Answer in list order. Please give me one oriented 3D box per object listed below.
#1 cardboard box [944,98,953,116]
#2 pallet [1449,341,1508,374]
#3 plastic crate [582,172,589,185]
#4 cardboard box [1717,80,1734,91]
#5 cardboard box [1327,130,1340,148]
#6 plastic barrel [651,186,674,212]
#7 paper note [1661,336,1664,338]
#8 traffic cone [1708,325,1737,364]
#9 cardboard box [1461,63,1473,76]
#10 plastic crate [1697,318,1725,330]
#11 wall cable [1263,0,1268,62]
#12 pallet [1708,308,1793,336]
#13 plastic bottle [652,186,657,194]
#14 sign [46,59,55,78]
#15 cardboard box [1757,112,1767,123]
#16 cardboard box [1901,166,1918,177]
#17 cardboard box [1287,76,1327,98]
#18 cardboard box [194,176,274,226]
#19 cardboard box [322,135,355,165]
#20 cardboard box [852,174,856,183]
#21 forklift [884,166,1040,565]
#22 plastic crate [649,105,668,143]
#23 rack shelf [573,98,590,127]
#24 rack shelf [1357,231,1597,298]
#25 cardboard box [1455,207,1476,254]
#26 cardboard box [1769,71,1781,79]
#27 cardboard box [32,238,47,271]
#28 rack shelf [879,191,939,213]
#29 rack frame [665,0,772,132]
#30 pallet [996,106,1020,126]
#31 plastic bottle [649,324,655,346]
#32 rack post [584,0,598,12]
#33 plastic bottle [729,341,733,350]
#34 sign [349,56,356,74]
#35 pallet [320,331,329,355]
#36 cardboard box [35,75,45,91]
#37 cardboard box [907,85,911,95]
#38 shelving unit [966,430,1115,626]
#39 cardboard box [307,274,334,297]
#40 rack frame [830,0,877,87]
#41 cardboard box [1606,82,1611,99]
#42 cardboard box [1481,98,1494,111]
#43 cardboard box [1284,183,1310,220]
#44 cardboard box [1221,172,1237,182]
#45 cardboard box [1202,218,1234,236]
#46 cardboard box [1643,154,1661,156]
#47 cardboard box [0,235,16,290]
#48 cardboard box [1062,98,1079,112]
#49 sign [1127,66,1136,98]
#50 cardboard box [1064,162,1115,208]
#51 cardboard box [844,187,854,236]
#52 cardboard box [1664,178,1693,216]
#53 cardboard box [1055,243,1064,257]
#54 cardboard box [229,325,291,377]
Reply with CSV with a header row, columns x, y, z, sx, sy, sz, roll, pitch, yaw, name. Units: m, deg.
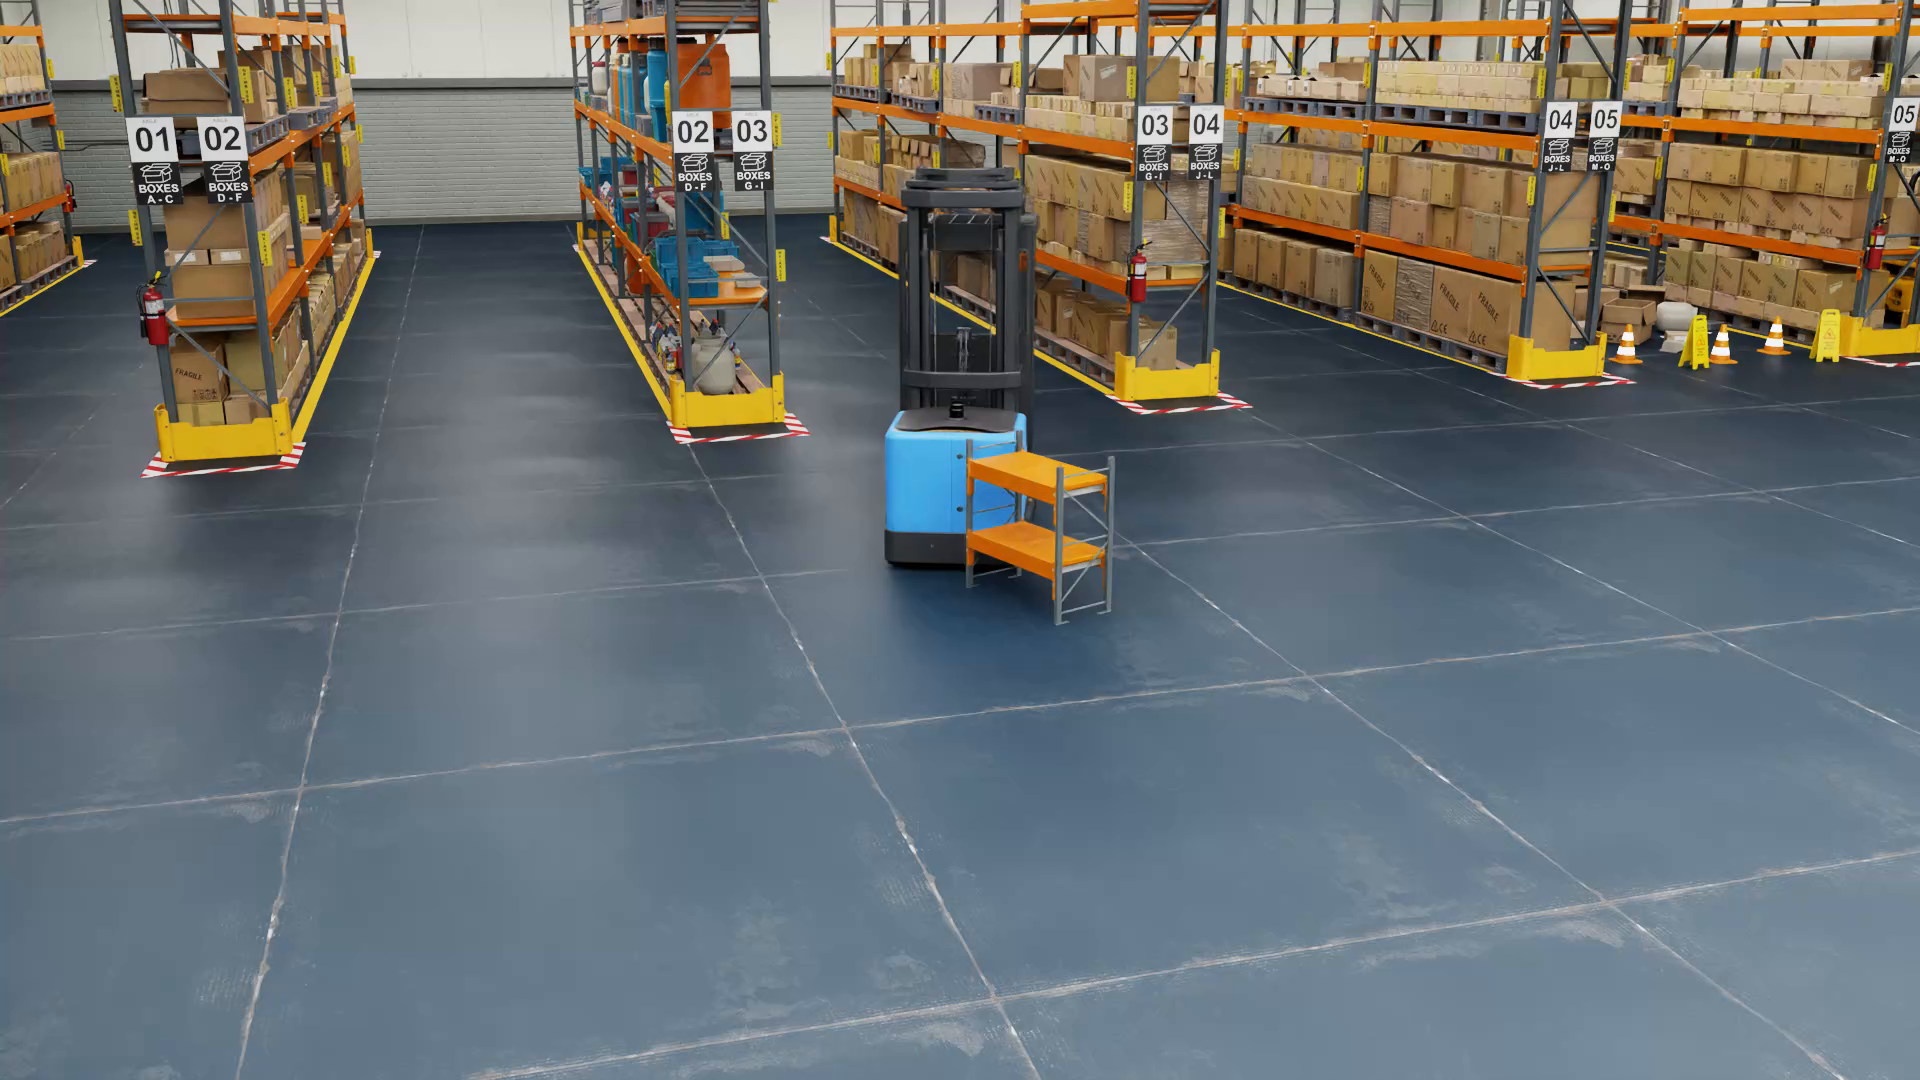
x,y,z,sx,sy,sz,roll,pitch,yaw,name
0.056,-6.493,24.902,0.500,0.250,0.500,-4,17,-14,cardboard box
6.872,-2.310,20.774,1.003,0.211,1.213,-5,17,-15,pallet
-6.676,-6.590,30.364,0.416,0.233,0.300,-5,17,-15,plastic crate
10.782,-6.323,23.124,0.380,0.149,0.250,-5,17,-16,cardboard box
7.795,-8.225,33.707,0.500,0.500,0.500,-5,17,-15,cardboard box
-4.172,-4.848,24.141,0.600,0.536,0.708,-5,17,-15,plastic barrel
9.636,-2.773,22.650,0.148,0.019,0.142,1,17,4,paper note
9.566,-2.470,20.869,0.336,0.463,0.334,-5,17,-15,traffic cone
6.399,-5.795,20.464,0.380,0.149,0.250,-5,17,-16,cardboard box
10.442,-3.058,23.495,0.402,0.080,0.583,-12,20,-34,plastic crate
6.391,-12.758,40.283,2.355,3.000,0.029,-5,17,-15,wall cable
11.357,-3.099,23.403,1.003,0.211,1.213,-5,17,-15,pallet
-4.820,-5.437,26.424,0.144,0.351,0.185,-5,17,-15,plastic bottle
-15.789,-8.179,28.850,0.100,0.325,0.005,-5,17,-15,sign
11.073,-5.739,22.567,0.380,0.149,0.250,-5,17,-15,cardboard box
15.175,-5.855,26.428,0.380,0.149,0.250,-5,17,-16,cardboard box
5.234,-6.788,24.872,0.500,0.311,0.500,-5,17,-16,cardboard box
-7.850,-3.659,17.990,0.700,0.500,0.500,-5,17,-15,cardboard box
-10.739,-6.710,28.665,0.500,0.500,0.500,-4,17,-14,cardboard box
-1.823,-6.822,31.385,0.380,0.149,0.250,-5,17,-17,cardboard box
0.079,-1.590,13.649,1.130,2.935,3.031,2,17,5,forklift
-3.206,-4.607,18.389,0.392,0.384,0.575,-5,17,-15,plastic crate
-6.240,-7.639,29.705,1.077,0.370,4.000,-5,17,-15,rack shelf
6.617,-3.639,21.602,1.077,0.370,4.000,-5,17,-15,rack shelf
6.816,-3.916,21.015,0.875,0.550,0.550,-5,17,-15,cardboard box
14.636,-8.278,29.632,0.380,0.149,0.250,-5,18,-17,cardboard box
-15.596,-4.711,27.535,0.700,0.500,0.500,-4,17,-14,cardboard box
-0.378,-5.488,27.757,1.077,0.370,4.000,-5,17,-15,rack shelf
-2.392,-5.548,16.278,1.000,3.000,0.127,-5,17,-15,rack frame
1.204,-5.698,22.320,1.213,0.211,1.003,-5,17,-15,pallet
-3.825,-2.562,20.745,0.097,0.271,0.097,0,17,0,plastic bottle
-5.489,-8.595,26.555,0.937,0.300,0.954,-5,17,-16,rack post
-2.685,-2.199,19.538,0.097,0.271,0.097,0,17,0,plastic bottle
-11.014,-8.608,30.143,0.100,0.325,0.005,-5,17,-15,sign
-8.834,-2.594,21.719,1.003,0.211,1.213,-5,17,-15,pallet
-15.858,-7.749,28.178,0.500,0.250,0.500,-4,17,-14,cardboard box
-0.663,-7.479,27.629,0.380,0.149,0.250,-5,18,-18,cardboard box
0.555,-0.110,11.862,0.538,1.125,1.048,-12,20,-35,shelving unit
-8.974,-3.524,23.045,0.500,0.311,0.500,-4,17,-14,cardboard box
-2.027,-10.365,32.315,1.000,3.000,0.127,-5,17,-15,rack frame
10.226,-6.953,25.703,0.500,0.250,0.500,-4,17,-15,cardboard box
6.541,-5.271,20.106,0.380,0.149,0.250,-5,17,-15,cardboard box
5.247,-5.127,25.134,0.500,0.500,0.500,-5,17,-16,cardboard box
4.395,-5.967,27.292,0.380,0.149,0.250,-4,17,-14,cardboard box
4.379,-5.313,28.238,0.500,0.250,0.500,-4,17,-14,cardboard box
10.685,-5.776,26.046,0.500,0.500,0.500,-5,17,-16,cardboard box
-14.912,-4.212,25.268,0.750,0.750,0.750,-4,17,-15,cardboard box
1.458,-5.256,20.090,0.380,0.149,0.250,-5,17,-16,cardboard box
1.831,-4.888,17.758,0.100,0.325,0.005,-5,17,-15,sign
1.574,-4.283,20.068,0.500,0.500,0.500,-5,17,-15,cardboard box
-1.774,-6.505,32.855,0.875,0.875,0.875,-5,17,-15,cardboard box
10.652,-5.002,24.201,0.500,0.500,0.500,-5,17,-15,cardboard box
1.408,-3.625,20.743,0.380,0.149,0.250,-5,17,-15,cardboard box
-7.378,-1.969,17.538,0.500,0.500,0.500,-5,17,-15,cardboard box
